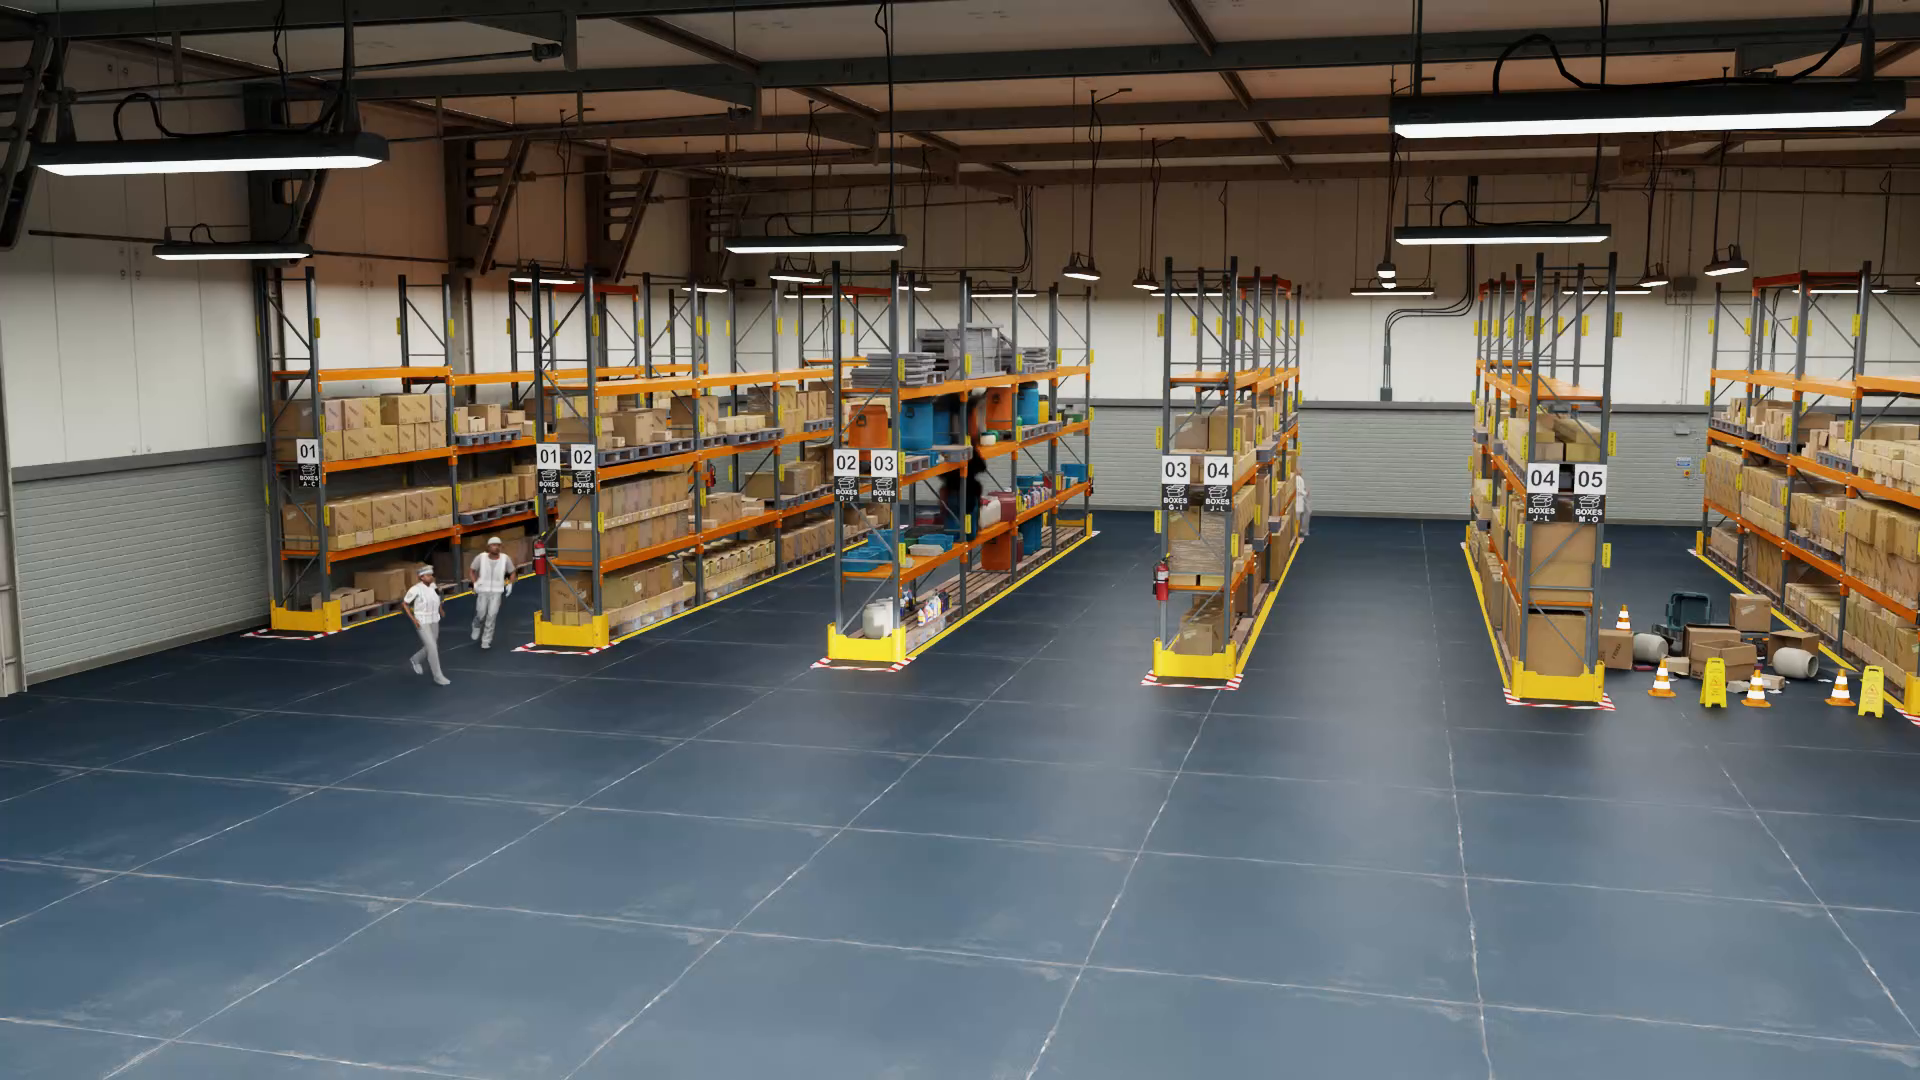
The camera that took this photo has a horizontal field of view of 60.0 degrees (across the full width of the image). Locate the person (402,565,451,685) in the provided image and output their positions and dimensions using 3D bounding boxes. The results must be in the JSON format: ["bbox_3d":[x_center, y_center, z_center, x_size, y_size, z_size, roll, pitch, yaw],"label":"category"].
[{"bbox_3d":[-7.581,1.174,23.619,0.837,1.670,0.598,4,8,31],"label":"person"}]

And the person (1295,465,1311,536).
[{"bbox_3d":[8.164,-0.930,40.254,0.723,1.770,0.706,1,7,9],"label":"person"}]

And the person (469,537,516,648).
[{"bbox_3d":[-7.400,0.805,26.359,0.718,1.738,0.670,-3,8,-21],"label":"person"}]
